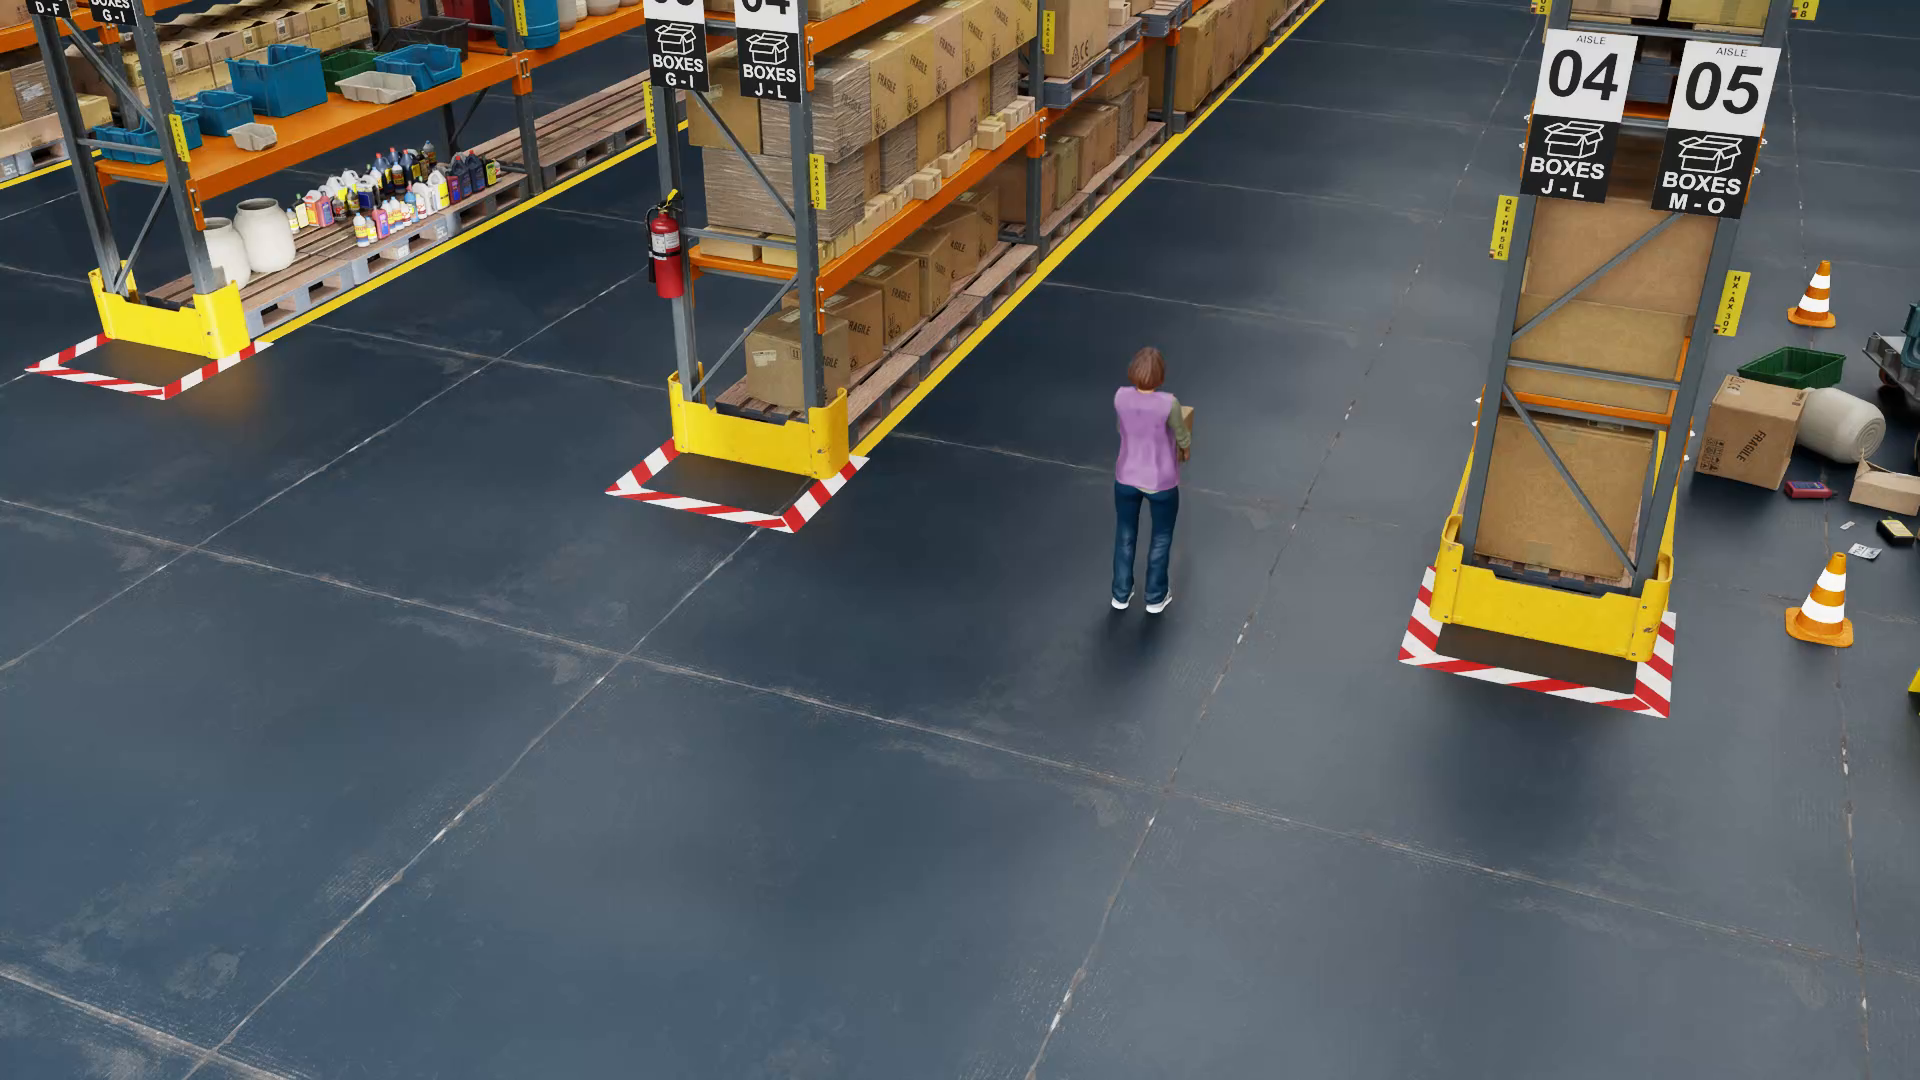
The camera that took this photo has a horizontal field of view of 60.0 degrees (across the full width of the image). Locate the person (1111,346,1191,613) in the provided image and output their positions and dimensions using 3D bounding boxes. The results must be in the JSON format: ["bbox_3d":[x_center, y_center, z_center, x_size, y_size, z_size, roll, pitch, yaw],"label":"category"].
[{"bbox_3d":[1.037,-0.356,9.018,0.405,1.590,0.497,12,32,20],"label":"person"}]
